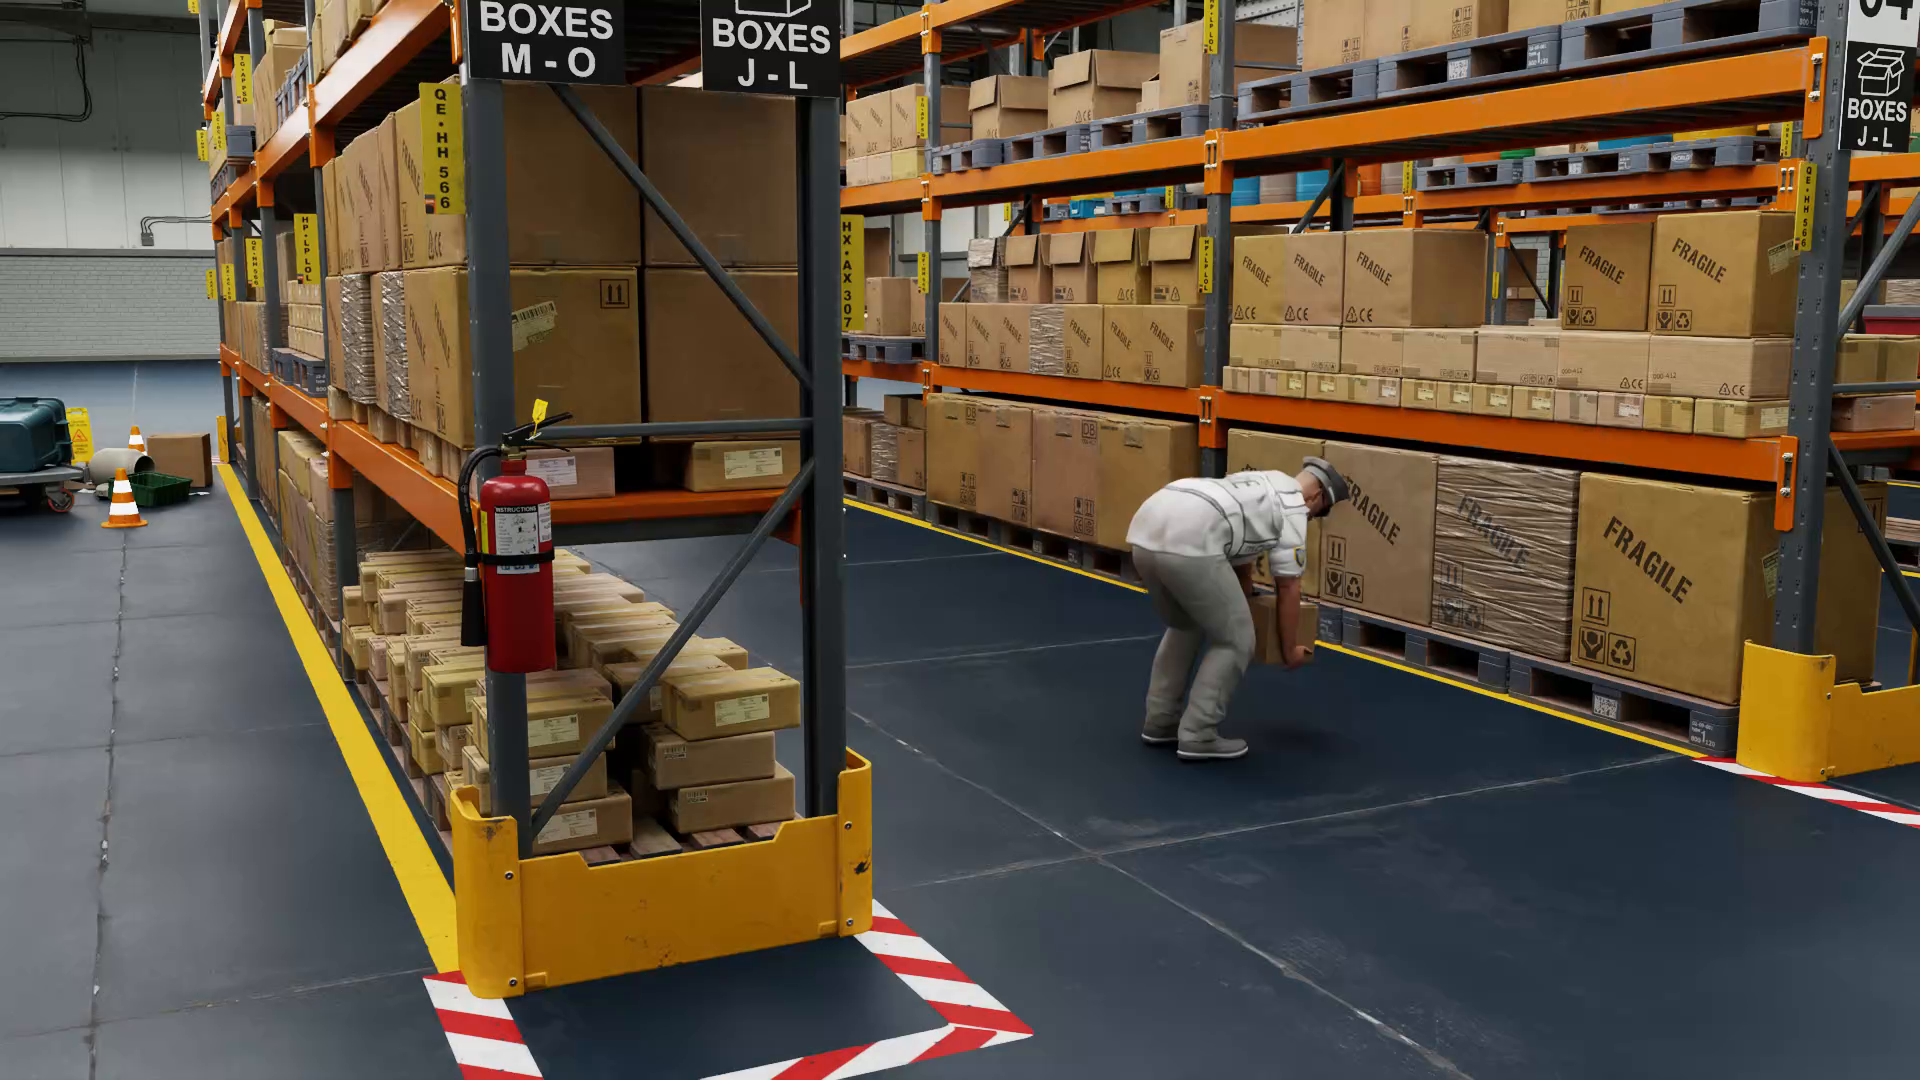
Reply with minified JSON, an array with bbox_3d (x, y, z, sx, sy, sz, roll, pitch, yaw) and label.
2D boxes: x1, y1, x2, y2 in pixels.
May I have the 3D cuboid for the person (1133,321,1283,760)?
[{"bbox_3d":[1.004,-0.007,6.825,0.572,1.771,0.490,-4,9,-26],"label":"person"}]
